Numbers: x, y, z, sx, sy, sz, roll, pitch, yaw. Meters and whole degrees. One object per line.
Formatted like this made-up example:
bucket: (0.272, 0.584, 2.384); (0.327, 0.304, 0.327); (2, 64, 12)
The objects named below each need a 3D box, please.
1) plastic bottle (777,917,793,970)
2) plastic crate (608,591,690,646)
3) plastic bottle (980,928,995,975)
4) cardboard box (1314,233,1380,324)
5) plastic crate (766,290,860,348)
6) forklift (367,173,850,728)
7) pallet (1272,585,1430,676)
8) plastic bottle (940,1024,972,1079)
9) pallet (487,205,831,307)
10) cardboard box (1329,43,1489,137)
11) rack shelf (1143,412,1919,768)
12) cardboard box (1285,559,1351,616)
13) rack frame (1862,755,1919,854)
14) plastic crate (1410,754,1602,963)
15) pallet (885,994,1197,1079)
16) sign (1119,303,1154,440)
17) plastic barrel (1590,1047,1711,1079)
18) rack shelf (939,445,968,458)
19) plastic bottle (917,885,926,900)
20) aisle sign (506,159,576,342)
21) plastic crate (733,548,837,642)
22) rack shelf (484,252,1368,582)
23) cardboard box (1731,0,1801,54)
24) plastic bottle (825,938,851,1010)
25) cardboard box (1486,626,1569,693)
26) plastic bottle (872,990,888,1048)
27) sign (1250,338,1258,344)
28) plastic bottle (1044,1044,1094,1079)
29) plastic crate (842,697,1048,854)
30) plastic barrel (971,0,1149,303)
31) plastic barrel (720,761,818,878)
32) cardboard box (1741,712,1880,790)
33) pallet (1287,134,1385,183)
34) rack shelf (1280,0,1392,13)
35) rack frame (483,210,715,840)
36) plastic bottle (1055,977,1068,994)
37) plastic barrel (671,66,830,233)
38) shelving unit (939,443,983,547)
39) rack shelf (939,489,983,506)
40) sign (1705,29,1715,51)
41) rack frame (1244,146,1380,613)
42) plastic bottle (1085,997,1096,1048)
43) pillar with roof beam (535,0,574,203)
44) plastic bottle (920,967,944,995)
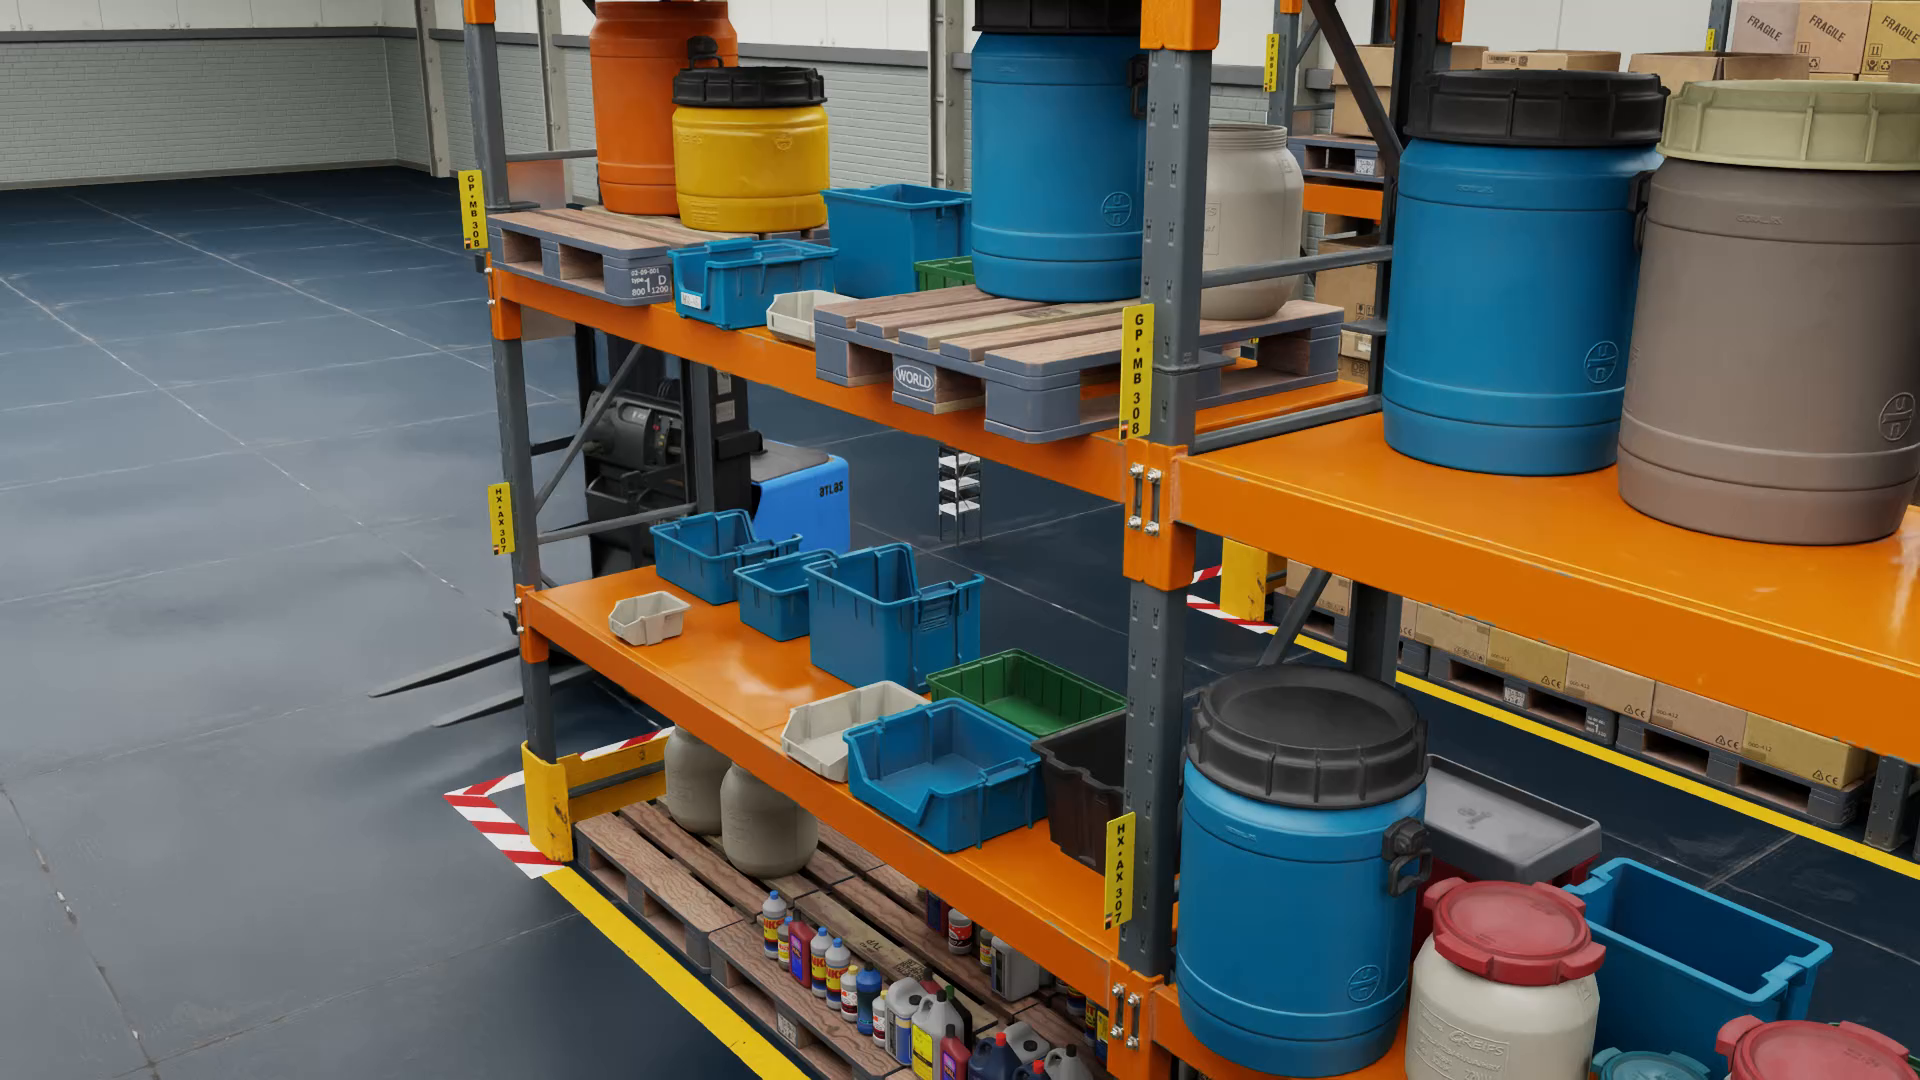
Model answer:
plastic bottle: (-0.671, 1.583, 6.560); (0.097, 0.201, 0.097); (0, 18, 0)
plastic crate: (-1.314, 0.339, 6.985); (0.298, 0.136, 0.250); (-14, 23, -36)
plastic bottle: (0.127, 1.593, 6.530); (0.097, 0.201, 0.097); (0, 18, 0)
cardboard box: (2.581, -1.568, 10.102); (0.700, 0.500, 0.500); (-14, 23, -36)
plastic crate: (-0.447, -0.699, 5.349); (0.243, 0.136, 0.396); (-14, 23, -36)
forklift: (-2.020, -0.633, 9.611); (1.130, 2.935, 3.031); (15, 23, 38)
pallet: (2.776, 0.469, 10.610); (1.003, 0.211, 1.213); (-14, 23, -36)
plastic bottle: (-0.012, 1.815, 5.730); (0.061, 0.283, 0.133); (-12, 22, -33)
pallet: (-1.180, -1.181, 6.684); (1.003, 0.211, 1.213); (-14, 23, -36)
cardboard box: (2.622, -2.631, 9.710); (0.797, 0.503, 0.637); (-12, 22, -32)
rack shelf: (2.108, 0.327, 2.976); (1.077, 0.370, 4.000); (-14, 23, -36)
cardboard box: (2.427, 0.246, 10.552); (0.500, 0.250, 0.500); (-14, 23, -36)
rack frame: (4.752, -0.049, 7.740); (1.000, 3.000, 0.127); (-14, 23, -36)
plastic crate: (1.407, 0.946, 4.633); (0.402, 0.464, 0.583); (-14, 23, -36)
pallet: (0.482, 2.067, 5.786); (1.003, 0.211, 1.213); (-14, 23, -36)
sign: (0.428, -0.407, 4.034); (0.100, 0.325, 0.005); (-14, 23, -36)
plastic barrel: (1.568, 1.338, 3.769); (0.301, 0.262, 0.301); (0, 18, 0)
rack shelf: (0.005, -0.650, 12.141); (0.258, 0.077, 0.200); (-14, 23, -36)
plastic bottle: (-0.133, 1.417, 7.062); (0.097, 0.201, 0.097); (0, 18, 0)
aisle sign: (-1.891, -1.264, 7.272); (0.394, 0.787, 0.004); (-14, 23, -36)
plastic crate: (-0.673, 0.227, 7.140); (0.499, 0.251, 0.408); (-14, 23, -36)
rack shelf: (-0.375, -0.659, 5.953); (1.077, 0.370, 4.000); (-14, 23, -36)
cardboard box: (6.198, -3.816, 12.562); (0.500, 0.500, 0.500); (-16, 24, -40)
plastic bottle: (-0.461, 1.634, 6.297); (0.097, 0.271, 0.097); (0, 18, 0)
cardboard box: (3.357, 0.616, 9.435); (0.500, 0.250, 0.500); (-14, 23, -36)
plastic bottle: (-0.271, 1.742, 6.081); (0.097, 0.201, 0.097); (0, 18, 0)
sign: (1.829, -1.377, 10.245); (0.100, 0.325, 0.005); (-14, 23, -36)
plastic bottle: (0.354, 1.835, 5.564); (0.144, 0.351, 0.185); (-14, 23, -36)
plastic crate: (-0.033, 0.767, 5.510); (0.499, 0.251, 0.616); (-14, 23, -36)
plastic barrel: (0.333, -1.211, 5.010); (0.600, 0.901, 0.708); (-14, 23, -36)
plastic barrel: (-0.837, 1.183, 7.307); (0.421, 0.512, 0.421); (0, 18, 0)
cardboard box: (4.293, 0.985, 8.322); (0.500, 0.250, 0.500); (-14, 23, -36)
pallet: (2.687, -2.238, 9.717); (1.003, 0.211, 1.213); (-14, 23, -36)
rack shelf: (3.510, -2.859, 8.461); (1.077, 0.370, 4.000); (-14, 23, -36)
rack frame: (-1.617, -0.069, 7.800); (1.000, 3.000, 0.127); (-14, 23, -36)
plastic bottle: (0.416, 1.635, 6.404); (0.097, 0.201, 0.097); (0, 18, 0)
plastic barrel: (-0.810, -1.526, 6.459); (0.600, 0.588, 0.600); (0, 18, 0)
shelving unit: (0.005, -0.425, 12.215); (0.258, 0.900, 0.210); (-14, 23, -36)
rack shelf: (0.005, -0.308, 12.254); (0.258, 0.077, 0.200); (-14, 23, -36)
sign: (5.724, -3.736, 12.710); (0.100, 0.325, 0.005); (-14, 23, -36)
rack frame: (2.268, -1.035, 10.716); (1.000, 3.000, 0.127); (-14, 23, -36)
plastic bottle: (0.506, 1.711, 6.065); (0.097, 0.271, 0.097); (0, 18, 0)
pillar with roof beam: (-11.014, -9.921, 28.007); (9.100, 9.000, 0.400); (-14, 23, -36)
plastic bottle: (-0.094, 1.706, 6.060); (0.061, 0.283, 0.133); (-14, 23, -36)
